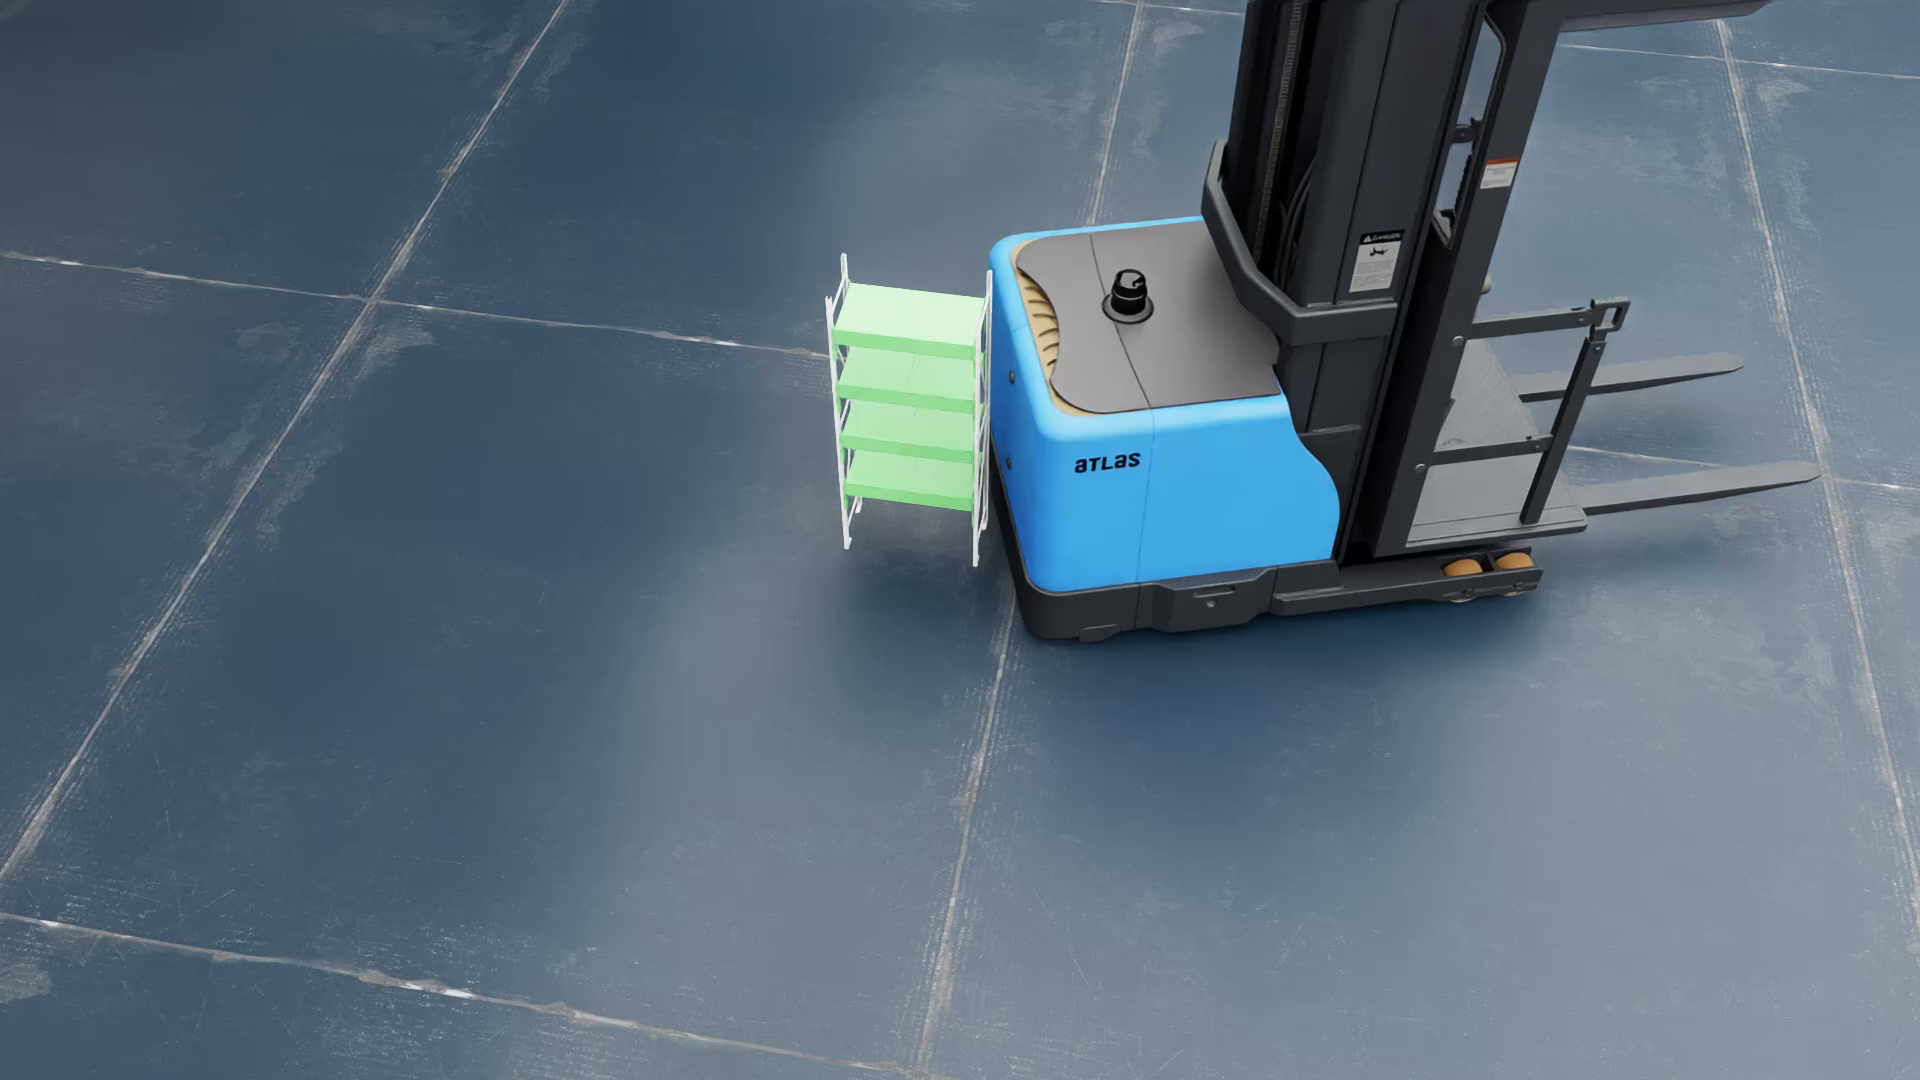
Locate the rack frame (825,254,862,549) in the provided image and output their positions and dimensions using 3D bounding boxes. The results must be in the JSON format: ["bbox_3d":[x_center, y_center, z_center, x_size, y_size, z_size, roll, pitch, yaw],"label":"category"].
[{"bbox_3d":[-0.403,-0.455,5.852,0.015,1.200,0.240,8,49,7],"label":"rack frame"}]

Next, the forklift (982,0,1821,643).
[{"bbox_3d":[1.651,-1.137,5.301,3.031,2.935,1.130,-7,48,-6],"label":"forklift"}]

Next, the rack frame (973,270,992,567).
[{"bbox_3d":[0.077,-0.391,5.794,0.015,1.200,0.240,8,49,7],"label":"rack frame"}]

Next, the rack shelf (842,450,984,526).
[{"bbox_3d":[-0.163,-0.220,6.049,0.480,0.148,0.258,8,49,7],"label":"rack shelf"}]

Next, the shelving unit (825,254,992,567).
[{"bbox_3d":[-0.163,-0.423,5.823,0.503,1.200,0.258,8,49,7],"label":"shelving unit"}]

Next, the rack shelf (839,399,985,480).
[{"bbox_3d":[-0.163,-0.380,5.871,0.480,0.148,0.258,8,49,7],"label":"rack shelf"}]

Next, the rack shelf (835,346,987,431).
[{"bbox_3d":[-0.163,-0.541,5.692,0.480,0.148,0.258,8,49,7],"label":"rack shelf"}]

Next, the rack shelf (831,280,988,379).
[{"bbox_3d":[-0.163,-0.701,5.514,0.480,0.148,0.258,8,49,7],"label":"rack shelf"}]
